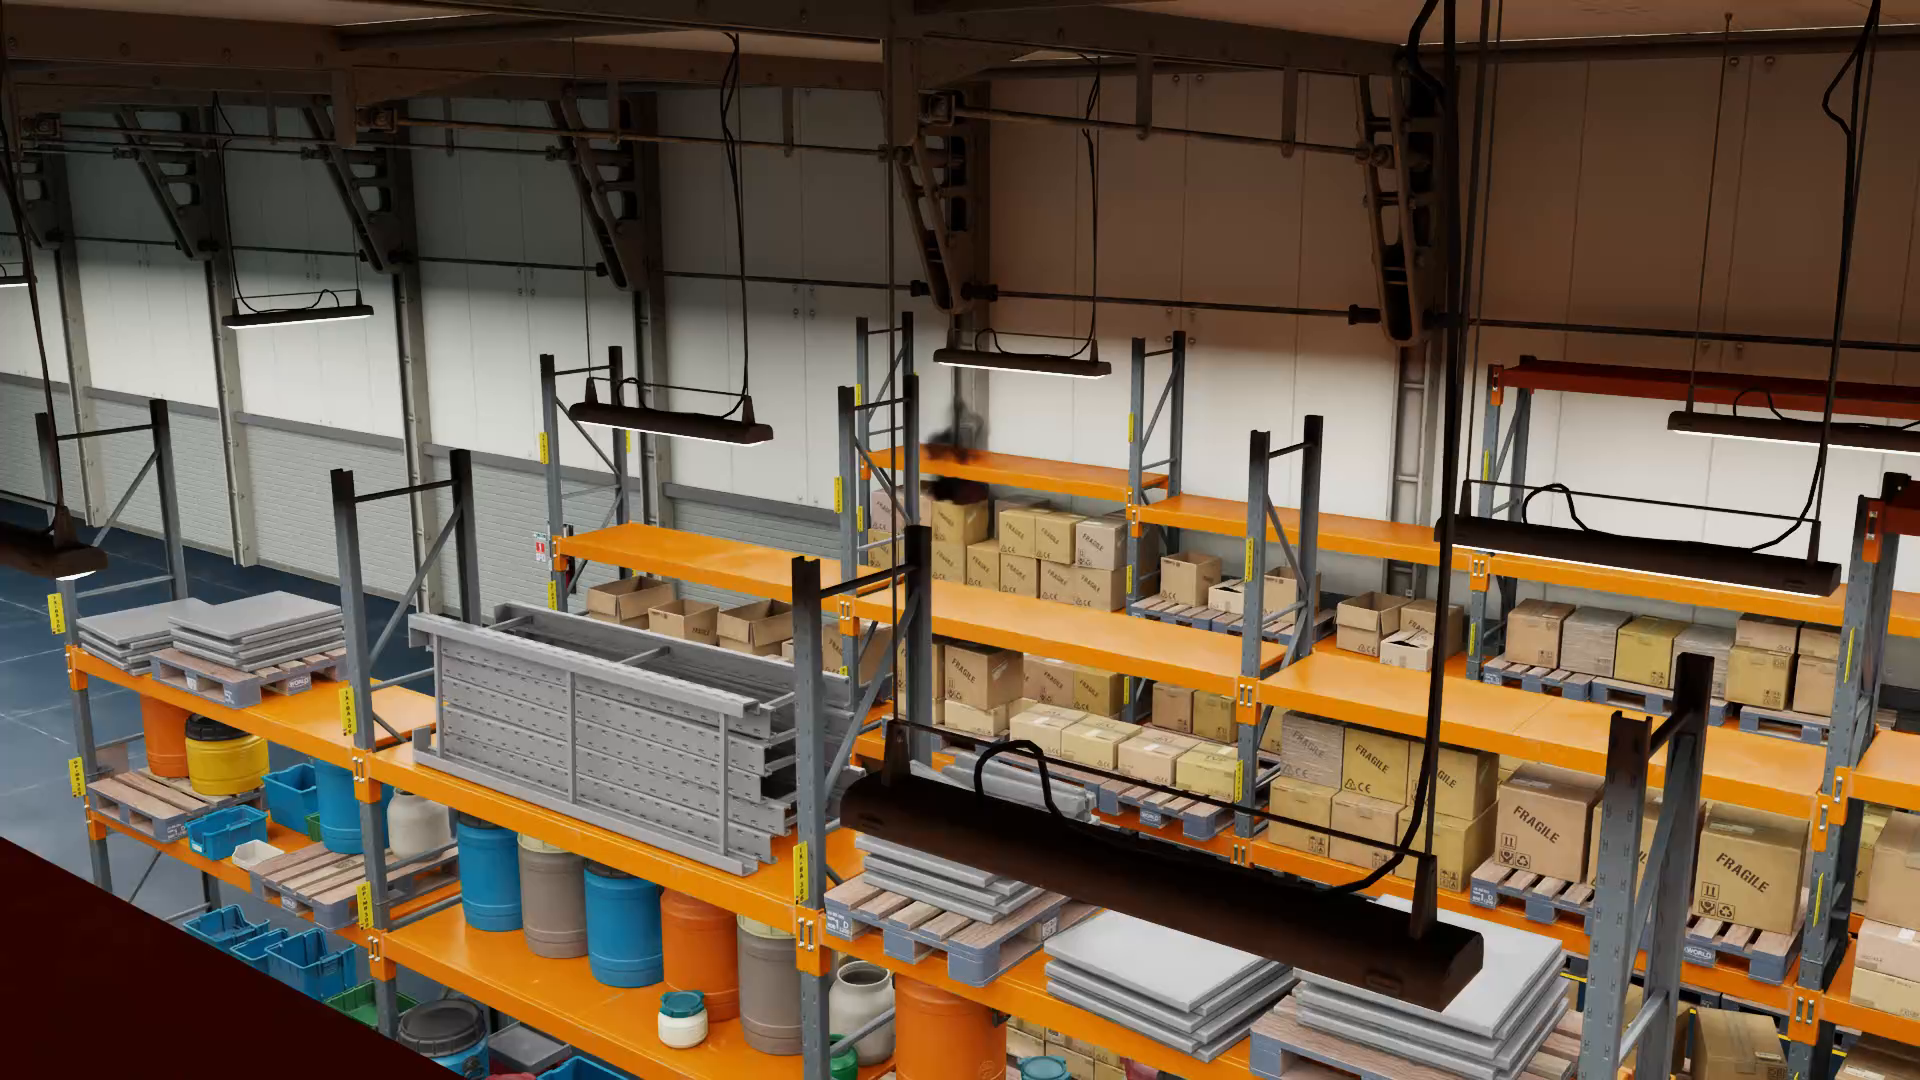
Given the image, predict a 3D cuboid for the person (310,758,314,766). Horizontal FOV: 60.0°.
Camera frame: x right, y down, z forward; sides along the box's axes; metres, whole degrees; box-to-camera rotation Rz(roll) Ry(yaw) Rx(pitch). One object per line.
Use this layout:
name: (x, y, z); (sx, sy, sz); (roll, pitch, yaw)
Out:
person: (-6.924, 3.095, 18.376); (0.590, 1.633, 0.575); (-6, 14, -23)
